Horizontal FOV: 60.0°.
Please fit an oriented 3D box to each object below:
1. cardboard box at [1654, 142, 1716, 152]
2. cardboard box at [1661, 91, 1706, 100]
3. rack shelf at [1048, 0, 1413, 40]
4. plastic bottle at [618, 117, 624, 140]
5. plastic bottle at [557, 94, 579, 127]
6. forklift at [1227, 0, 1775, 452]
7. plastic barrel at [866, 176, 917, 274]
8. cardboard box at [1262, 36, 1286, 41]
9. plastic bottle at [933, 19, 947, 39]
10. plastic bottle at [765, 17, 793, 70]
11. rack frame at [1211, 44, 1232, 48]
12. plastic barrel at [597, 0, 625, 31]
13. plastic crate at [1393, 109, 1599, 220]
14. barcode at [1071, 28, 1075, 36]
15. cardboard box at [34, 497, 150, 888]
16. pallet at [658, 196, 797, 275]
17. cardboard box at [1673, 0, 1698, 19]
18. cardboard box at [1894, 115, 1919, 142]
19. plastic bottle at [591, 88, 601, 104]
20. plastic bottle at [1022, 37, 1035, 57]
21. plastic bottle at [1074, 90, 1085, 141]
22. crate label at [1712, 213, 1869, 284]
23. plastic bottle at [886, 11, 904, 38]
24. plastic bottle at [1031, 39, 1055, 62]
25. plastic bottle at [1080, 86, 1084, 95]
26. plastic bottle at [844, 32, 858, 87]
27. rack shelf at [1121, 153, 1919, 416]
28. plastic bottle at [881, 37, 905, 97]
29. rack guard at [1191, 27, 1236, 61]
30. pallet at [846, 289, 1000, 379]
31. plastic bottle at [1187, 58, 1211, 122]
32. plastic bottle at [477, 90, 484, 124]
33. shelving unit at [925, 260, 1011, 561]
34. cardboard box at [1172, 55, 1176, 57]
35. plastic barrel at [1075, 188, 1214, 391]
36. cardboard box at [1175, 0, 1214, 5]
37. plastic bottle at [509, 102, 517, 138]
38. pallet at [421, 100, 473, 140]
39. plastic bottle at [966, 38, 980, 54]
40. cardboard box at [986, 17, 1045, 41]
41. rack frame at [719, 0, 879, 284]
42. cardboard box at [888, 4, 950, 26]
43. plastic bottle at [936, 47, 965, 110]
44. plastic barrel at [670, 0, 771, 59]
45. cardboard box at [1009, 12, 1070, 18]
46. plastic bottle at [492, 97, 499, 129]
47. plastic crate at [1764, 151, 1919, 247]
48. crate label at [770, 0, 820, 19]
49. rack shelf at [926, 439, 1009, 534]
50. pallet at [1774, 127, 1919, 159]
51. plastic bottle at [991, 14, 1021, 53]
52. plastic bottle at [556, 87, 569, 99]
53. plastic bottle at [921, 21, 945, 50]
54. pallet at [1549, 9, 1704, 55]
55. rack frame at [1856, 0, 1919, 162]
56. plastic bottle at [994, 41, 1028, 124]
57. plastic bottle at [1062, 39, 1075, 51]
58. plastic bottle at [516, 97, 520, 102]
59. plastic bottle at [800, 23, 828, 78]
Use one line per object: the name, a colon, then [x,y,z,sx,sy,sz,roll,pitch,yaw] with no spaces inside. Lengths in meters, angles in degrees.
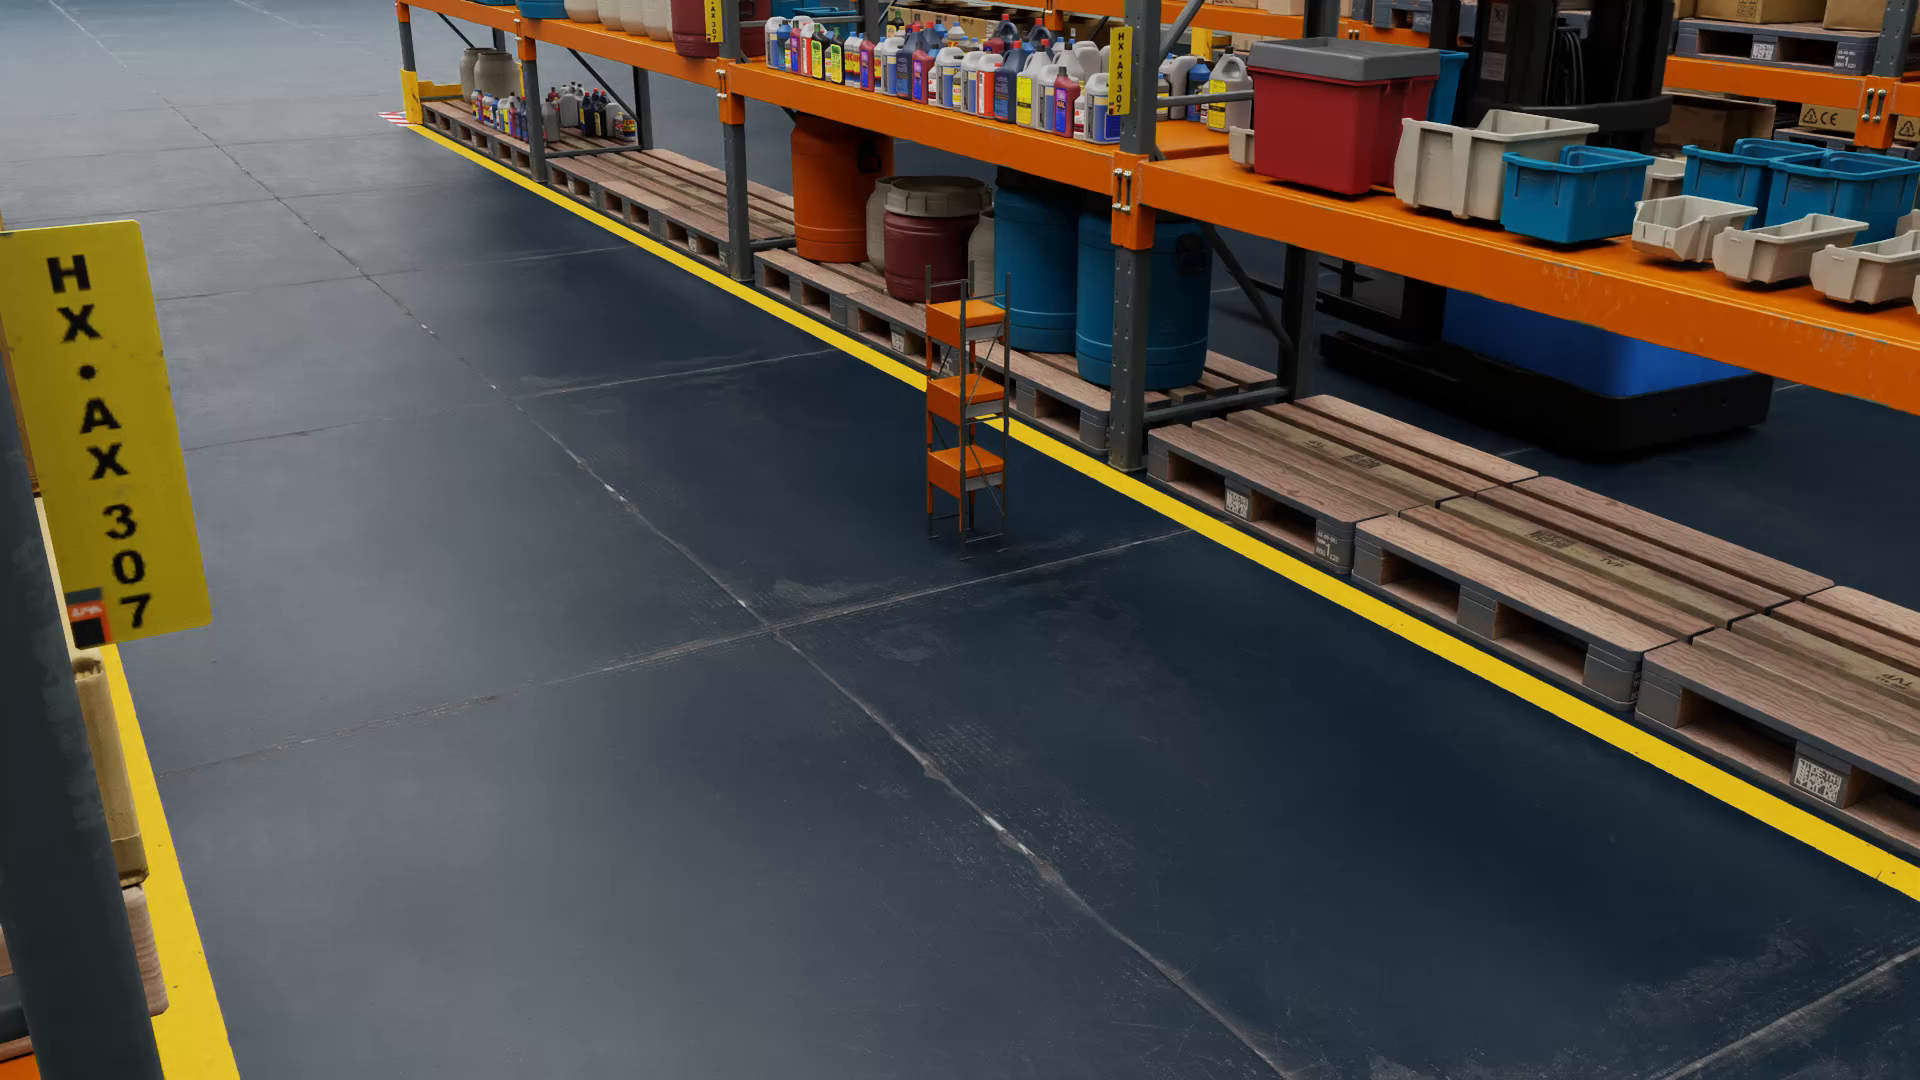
cardboard box: [4.781,-2.314,10.756,0.500,0.500,0.500,-12,25,-28]
cardboard box: [4.545,-2.814,10.990,0.500,0.250,0.500,-13,26,-29]
rack shelf: [2.285,-4.340,13.961,1.077,0.370,4.000,-13,25,-28]
plastic bottle: [-2.835,-3.497,14.063,0.097,0.201,0.097,0,22,0]
plastic bottle: [-3.481,-3.814,14.745,0.152,0.276,0.135,-13,25,-28]
forklift: [2.505,-2.247,7.948,1.130,2.935,3.031,-11,24,-25]
plastic barrel: [-0.324,-1.796,9.492,0.421,0.512,0.421,0,22,0]
cardboard box: [4.044,-6.102,20.327,0.500,0.311,0.500,-10,24,-24]
plastic bottle: [-0.120,-2.787,9.356,0.097,0.271,0.097,0,22,0]
plastic bottle: [-1.011,-2.815,9.417,0.152,0.276,0.135,-13,25,-28]
rack frame: [3.477,-7.570,20.951,1.000,3.000,0.127,-13,25,-28]
plastic barrel: [-2.322,-3.843,11.602,0.433,0.535,0.433,0,22,0]
plastic crate: [1.711,-1.223,5.414,0.437,0.282,0.530,-13,25,-28]
barcode: [1.036,-4.649,15.225,0.001,0.075,0.075,-13,25,-28]
cardboard box: [-1.138,0.192,1.659,0.500,0.250,0.500,-13,26,-30]
pallet: [-1.316,-2.041,11.052,1.003,0.211,1.213,-13,25,-28]
cardboard box: [4.394,-3.532,10.327,0.500,0.500,0.700,20,30,41]
cardboard box: [8.268,-3.630,13.557,0.750,0.750,0.750,-13,25,-28]
plastic bottle: [-3.149,-3.748,14.483,0.144,0.351,0.185,-14,26,-30]
plastic bottle: [0.330,-2.396,8.393,0.097,0.271,0.097,0,22,0]
plastic bottle: [0.527,-1.785,6.984,0.097,0.201,0.097,0,22,0]
crate label: [2.262,-0.801,4.570,0.396,0.136,0.243,-13,25,-28]
plastic bottle: [-0.380,-2.971,9.793,0.061,0.283,0.133,-13,25,-28]
plastic bottle: [0.368,-2.079,7.508,0.144,0.351,0.185,-13,25,-28]
plastic bottle: [0.512,-1.840,7.119,0.097,0.201,0.097,0,22,0]
plastic bottle: [-0.553,-2.502,8.654,0.097,0.271,0.097,0,22,0]
rack shelf: [2.111,-0.799,5.248,1.077,0.370,4.000,-13,25,-28]
plastic bottle: [-0.302,-2.366,8.313,0.152,0.276,0.135,-13,25,-28]
rack guard: [3.515,-6.387,21.361,1.175,0.500,0.348,-13,25,-28]
pallet: [0.104,-1.141,8.838,1.003,0.211,1.213,-13,25,-28]
plastic bottle: [1.076,-2.029,7.491,0.097,0.271,0.097,0,22,0]
plastic bottle: [-4.282,-3.886,14.911,0.061,0.283,0.133,-12,25,-27]
shelving unit: [0.027,-0.469,6.071,0.215,1.050,0.252,-13,25,-28]
cardboard box: [1.716,-4.425,15.564,0.500,0.311,0.500,-13,25,-28]
plastic barrel: [0.826,-1.181,7.463,0.600,0.901,0.708,-13,25,-28]
cardboard box: [2.166,-4.783,13.962,0.500,0.500,0.500,-13,25,-28]
plastic bottle: [-3.791,-3.574,14.145,0.061,0.283,0.133,-11,24,-25]
pallet: [-4.551,-4.093,16.100,1.003,0.211,1.213,-13,25,-28]
plastic bottle: [0.079,-2.629,9.059,0.097,0.201,0.097,0,22,0]
cardboard box: [0.593,-4.861,16.385,0.500,0.500,0.500,-13,25,-28]
rack frame: [-0.954,-3.074,9.891,1.000,3.000,0.127,-13,25,-28]
cardboard box: [-0.440,-5.506,17.972,0.500,0.500,0.500,-13,25,-28]
plastic bottle: [-0.021,-2.188,7.875,0.152,0.276,0.135,-13,25,-28]
plastic barrel: [-1.451,-3.229,10.092,0.600,0.536,0.708,-13,25,-28]
cardboard box: [0.784,-5.123,17.030,0.500,0.500,0.500,-13,25,-28]
plastic bottle: [-4.052,-3.748,14.588,0.097,0.271,0.097,0,22,0]
plastic crate: [2.617,-1.004,4.941,0.416,0.233,0.300,-13,25,-28]
crate label: [-1.229,-3.464,10.804,0.502,0.435,0.616,-13,25,-28]
rack shelf: [0.027,-0.202,6.180,0.215,0.259,0.240,-13,25,-28]
pallet: [7.901,-3.418,14.441,1.003,0.211,1.213,-13,25,-28]
plastic bottle: [0.249,-2.573,8.724,0.144,0.351,0.185,-13,25,-28]
plastic bottle: [-3.620,-4.009,15.224,0.152,0.276,0.135,-12,25,-28]
plastic bottle: [-0.162,-2.421,8.349,0.144,0.351,0.185,-13,25,-28]
pallet: [4.304,-3.308,10.722,1.003,0.211,1.213,-13,25,-28]
rack frame: [5.350,-2.731,9.047,1.000,3.000,0.127,-13,25,-28]
plastic bottle: [0.244,-2.051,7.440,0.144,0.351,0.185,-13,25,-28]
plastic bottle: [0.553,-2.361,8.306,0.097,0.271,0.097,0,22,0]
plastic bottle: [-3.825,-3.708,14.475,0.061,0.283,0.133,-13,25,-28]
plastic bottle: [-0.774,-2.665,9.049,0.152,0.276,0.135,-13,25,-28]
